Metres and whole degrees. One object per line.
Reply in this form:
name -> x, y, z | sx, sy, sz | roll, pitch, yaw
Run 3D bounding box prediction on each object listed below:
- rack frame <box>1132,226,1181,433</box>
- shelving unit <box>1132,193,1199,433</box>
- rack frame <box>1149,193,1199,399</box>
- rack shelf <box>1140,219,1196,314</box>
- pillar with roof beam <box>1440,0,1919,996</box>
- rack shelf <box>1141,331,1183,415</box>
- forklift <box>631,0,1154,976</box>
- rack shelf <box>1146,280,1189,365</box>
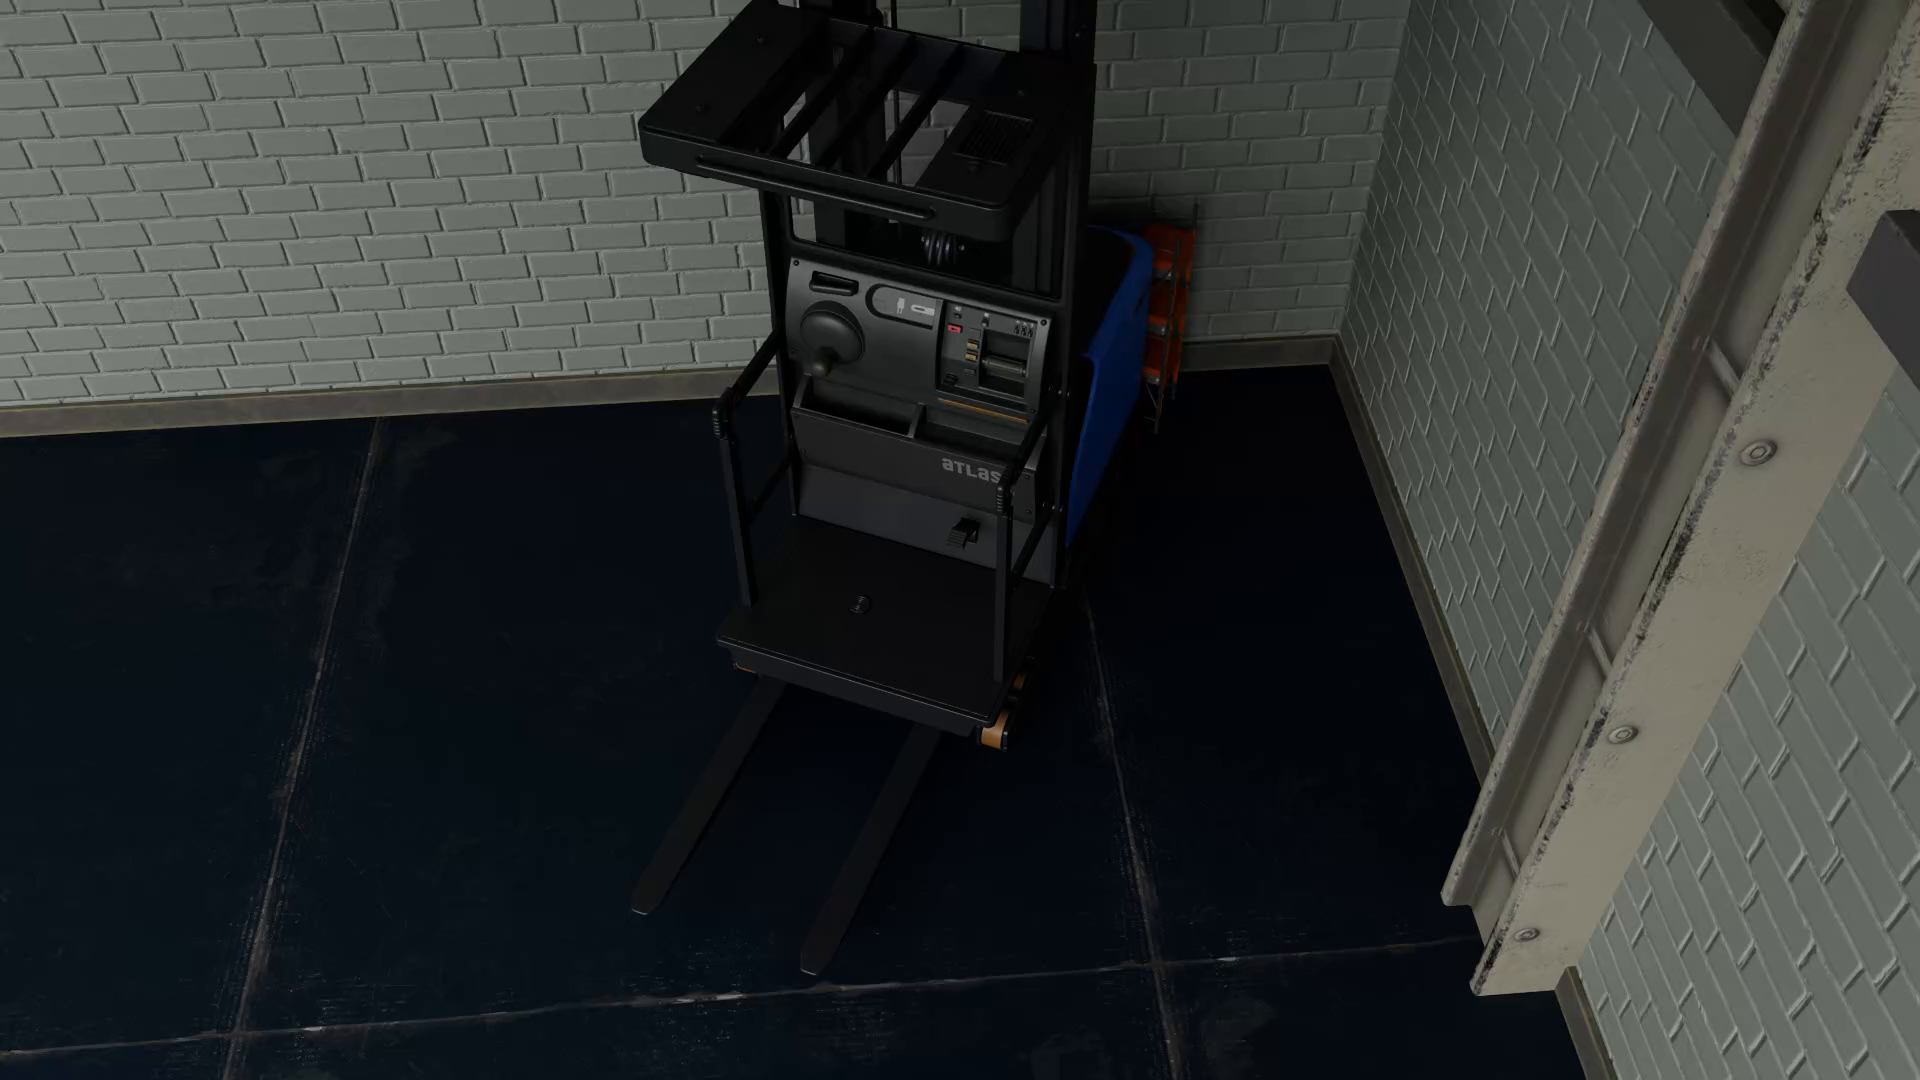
rack frame -> 0.779, -0.860, 6.978 | 0.200, 1.050, 0.008 | 17, 49, 15
shelving unit -> 0.826, -0.942, 7.055 | 0.215, 1.050, 0.252 | 17, 49, 15
rack frame -> 0.873, -1.024, 7.133 | 0.200, 1.050, 0.008 | 17, 49, 15
rack shelf -> 0.826, -1.130, 6.857 | 0.215, 0.259, 0.240 | 17, 49, 15
pillar with roof beam -> -2.463, -1.487, 2.097 | 9.100, 9.000, 0.400 | -3, 47, -3
rack shelf -> 0.826, -0.743, 7.265 | 0.215, 0.259, 0.240 | 17, 49, 15
forklift -> -0.223, -0.586, 5.423 | 1.130, 2.935, 3.031 | 16, 49, 14
rack shelf -> 0.826, -0.935, 7.063 | 0.215, 0.259, 0.240 | 17, 49, 15
